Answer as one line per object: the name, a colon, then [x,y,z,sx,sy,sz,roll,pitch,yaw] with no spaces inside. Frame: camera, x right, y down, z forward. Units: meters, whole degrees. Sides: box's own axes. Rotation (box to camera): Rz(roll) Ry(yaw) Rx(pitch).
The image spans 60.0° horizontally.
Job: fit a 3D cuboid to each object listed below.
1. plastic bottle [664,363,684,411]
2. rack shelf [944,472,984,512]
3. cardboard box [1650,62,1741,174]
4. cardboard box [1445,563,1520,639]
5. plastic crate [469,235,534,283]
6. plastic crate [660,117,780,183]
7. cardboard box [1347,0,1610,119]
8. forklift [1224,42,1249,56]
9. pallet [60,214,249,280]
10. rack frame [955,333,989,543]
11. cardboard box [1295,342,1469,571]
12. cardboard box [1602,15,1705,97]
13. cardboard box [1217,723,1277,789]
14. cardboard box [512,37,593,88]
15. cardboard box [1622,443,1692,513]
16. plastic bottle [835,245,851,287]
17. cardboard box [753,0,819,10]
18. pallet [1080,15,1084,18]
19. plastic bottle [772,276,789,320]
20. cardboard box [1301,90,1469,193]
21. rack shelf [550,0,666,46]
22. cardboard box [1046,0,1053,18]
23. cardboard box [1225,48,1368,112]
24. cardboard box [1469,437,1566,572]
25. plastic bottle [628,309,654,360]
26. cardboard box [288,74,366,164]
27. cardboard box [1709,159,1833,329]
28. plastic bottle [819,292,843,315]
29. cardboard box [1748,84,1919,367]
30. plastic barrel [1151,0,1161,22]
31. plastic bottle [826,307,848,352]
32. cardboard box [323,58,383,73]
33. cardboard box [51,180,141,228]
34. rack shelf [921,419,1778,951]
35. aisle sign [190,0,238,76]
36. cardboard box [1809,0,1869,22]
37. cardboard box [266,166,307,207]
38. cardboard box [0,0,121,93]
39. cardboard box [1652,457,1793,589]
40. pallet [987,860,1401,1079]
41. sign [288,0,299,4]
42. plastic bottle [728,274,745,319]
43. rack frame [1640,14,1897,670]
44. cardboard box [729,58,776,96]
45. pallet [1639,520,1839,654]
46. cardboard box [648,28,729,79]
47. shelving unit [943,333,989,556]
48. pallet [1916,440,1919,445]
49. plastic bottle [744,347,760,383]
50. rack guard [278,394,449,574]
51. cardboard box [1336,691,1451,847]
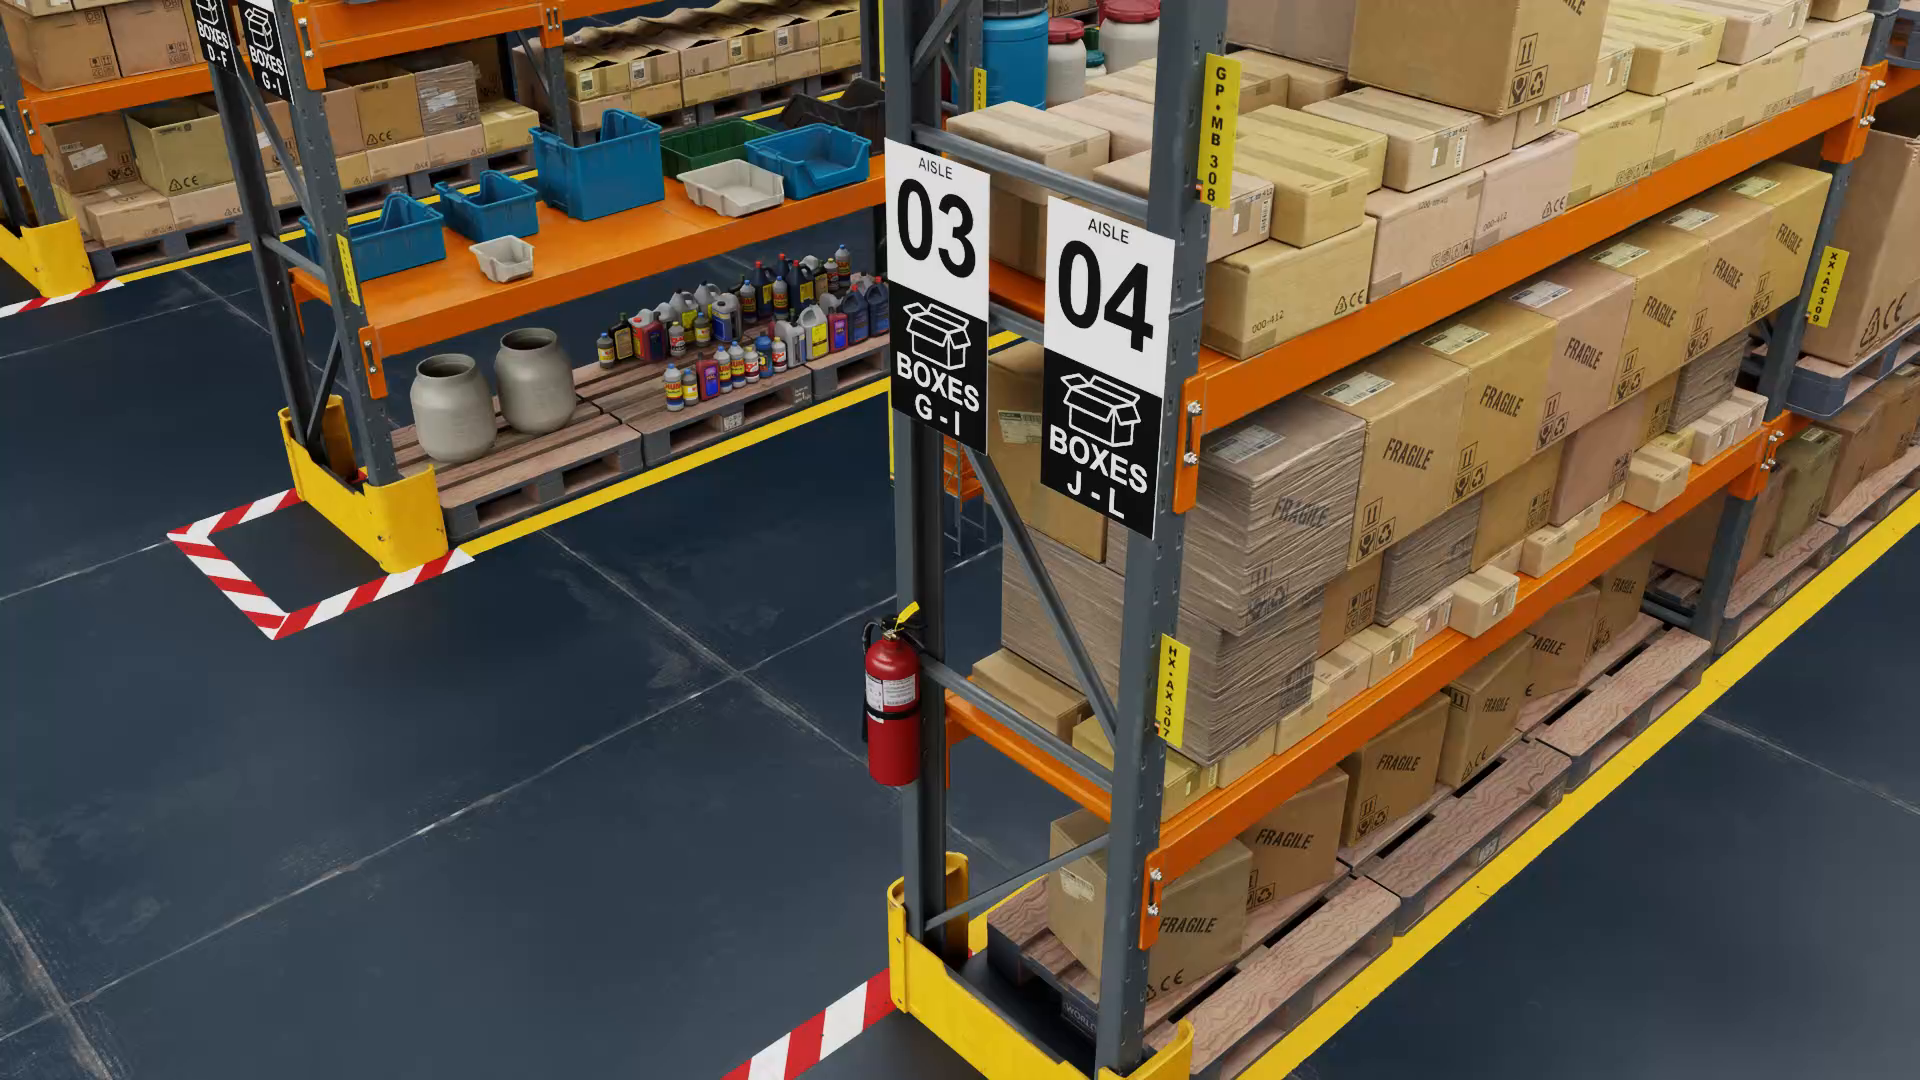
plastic bottle: [-1.639,-0.881,9.509,0.097,0.271,0.097,0,31,0]
rack shelf: [-0.011,-0.264,8.577,0.180,0.103,0.258,-26,40,-35]
cardboard box: [2.204,-1.448,5.511,0.500,0.250,0.500,-26,40,-36]
cardboard box: [1.725,0.163,5.848,0.250,0.149,0.380,-26,40,-35]
plastic crate: [-2.305,-1.415,8.442,0.250,0.136,0.298,-26,40,-35]
plastic crate: [-1.434,-2.288,9.820,0.662,0.188,0.450,-26,40,-35]
cardboard box: [1.460,-1.525,4.633,0.500,0.500,0.500,-26,40,-36]
forklift: [2.224,-2.048,9.289,3.031,2.935,1.130,-20,37,-29]
pallet: [-6.013,-2.327,12.354,1.213,0.211,1.003,-26,40,-35]
rack frame: [0.056,-0.539,8.482,0.006,1.200,0.240,-26,40,-35]
cardboard box: [1.148,-0.301,5.027,0.500,0.500,0.500,-26,40,-35]
cardboard box: [2.116,-1.548,5.293,0.250,0.149,0.380,-24,39,-33]
cardboard box: [0.755,0.577,5.172,0.250,0.149,0.380,-26,40,-35]
cardboard box: [-3.510,-4.147,14.353,0.500,0.311,0.500,-26,40,-35]
cardboard box: [2.642,-0.280,6.573,0.250,0.149,0.380,-26,40,-35]
plastic bottle: [-0.778,-1.831,11.062,0.097,0.271,0.097,0,31,0]
cardboard box: [-1.642,-5.050,15.829,0.500,0.311,0.500,-27,40,-37]
pallet: [1.684,-5.994,18.349,1.213,0.211,1.003,-26,40,-35]
plastic bottle: [-1.145,-1.551,10.605,0.097,0.271,0.097,0,31,0]
cardboard box: [1.152,-1.095,4.552,0.250,0.149,0.380,-24,39,-34]
rack shelf: [-2.145,-5.051,14.825,4.000,0.370,1.077,-26,40,-35]
cardboard box: [0.601,-5.605,17.015,0.500,0.500,0.500,-26,40,-36]
cardboard box: [1.010,-1.367,4.997,0.250,0.149,0.380,-25,40,-35]
cardboard box: [1.665,-0.350,6.066,0.500,0.500,0.875,-26,40,-35]
plastic bottle: [-1.928,-1.257,10.120,0.135,0.276,0.152,-25,40,-35]
cardboard box: [-4.899,-3.192,12.609,0.500,0.500,0.500,-26,40,-35]
cardboard box: [2.978,-1.189,6.480,0.500,0.500,0.500,-26,40,-35]
plastic bottle: [-0.783,-1.419,10.385,0.135,0.276,0.152,-26,40,-35]
cardboard box: [3.799,-1.521,7.385,1.000,1.000,1.000,-26,40,-35]
plastic barrel: [1.459,-3.480,11.435,0.433,0.535,0.433,0,31,0]
plastic bottle: [-0.755,-1.301,10.184,0.133,0.283,0.061,-23,38,-32]
cardboard box: [-4.898,-3.575,13.236,0.500,0.500,0.500,-26,40,-35]
cardboard box: [-6.353,-2.539,12.260,0.500,0.250,0.500,-26,40,-35]
rack shelf: [1.654,0.159,6.305,4.000,0.370,1.077,-26,40,-35]
aisle sign: [-3.435,-2.531,7.522,0.004,0.787,0.394,-26,40,-35]
cardboard box: [3.079,-2.018,6.061,0.250,0.149,0.380,-24,39,-34]
cardboard box: [-5.269,-2.697,12.518,0.500,0.250,0.500,-26,40,-35]
cardboard box: [-6.194,-3.433,11.393,0.500,0.500,0.700,-26,40,-35]
cardboard box: [3.586,-0.189,8.157,0.700,0.500,0.500,26,40,35]
pallet: [0.863,1.449,6.178,1.213,0.211,1.003,-26,40,-35]
sign: [-2.809,-2.405,6.924,0.005,0.325,0.100,-26,40,-35]
plastic bottle: [-1.409,-1.544,10.582,0.133,0.283,0.061,-24,39,-33]
rack frame: [3.121,-0.858,7.277,0.127,3.000,1.000,-26,40,-35]
cardboard box: [-2.020,-4.249,15.056,0.500,0.250,0.500,-25,39,-35]
pallet: [3.691,0.055,8.457,1.213,0.211,1.003,-26,40,-35]
cardboard box: [-2.390,-4.305,14.610,0.500,0.311,0.500,-27,41,-37]
shelving unit: [-0.011,-0.507,8.429,0.189,1.200,0.258,-26,40,-35]
pallet: [5.480,-0.810,9.873,1.213,0.211,1.003,-26,40,-35]
plastic bottle: [-1.241,-1.044,9.842,0.097,0.201,0.097,0,31,0]
rack guard: [-3.156,-0.312,8.781,0.348,0.500,1.175,-26,40,-35]
cardboard box: [1.544,0.793,6.571,0.500,0.500,0.500,-22,38,-31]
